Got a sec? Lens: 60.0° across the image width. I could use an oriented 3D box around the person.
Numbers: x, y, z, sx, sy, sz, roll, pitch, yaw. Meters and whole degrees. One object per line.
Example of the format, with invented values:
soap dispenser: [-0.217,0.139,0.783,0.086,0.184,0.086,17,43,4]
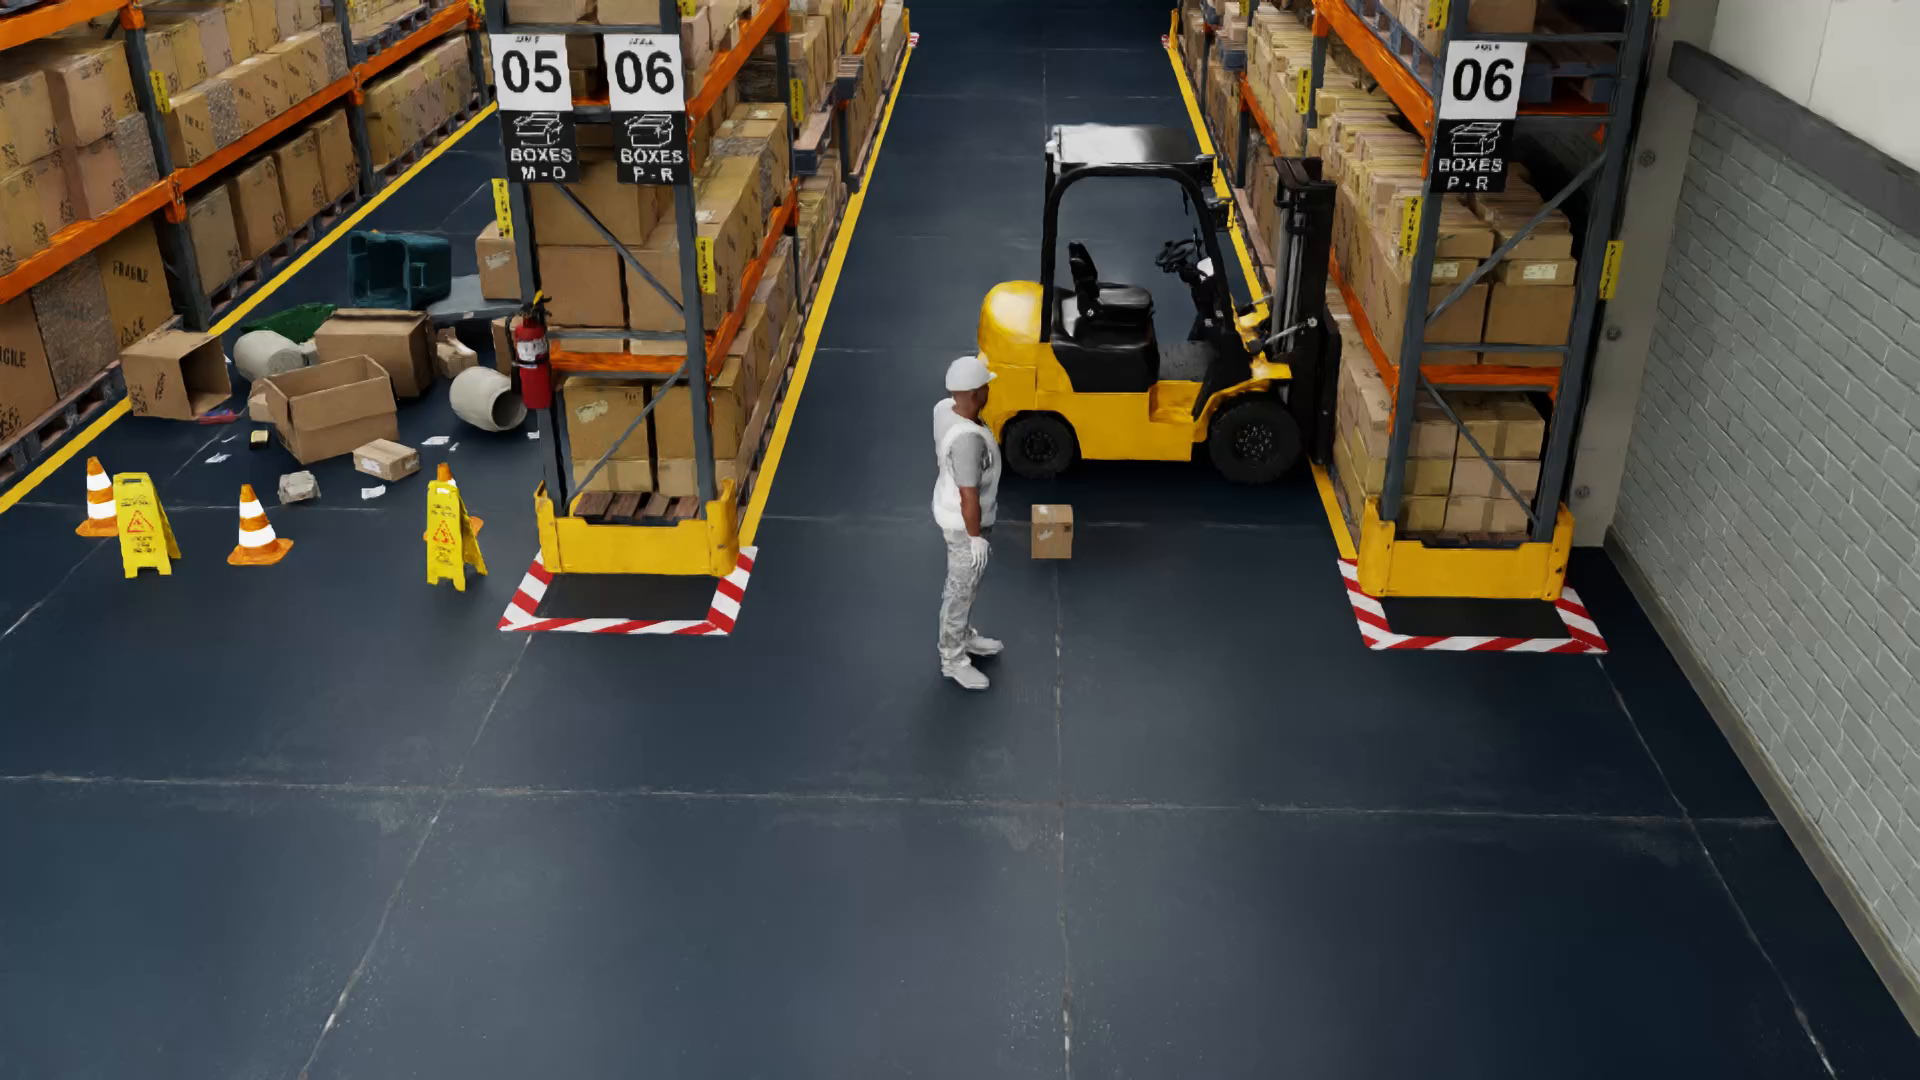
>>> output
person: [0.054,-0.122,8.767,0.392,1.792,0.638,-2,28,-5]
